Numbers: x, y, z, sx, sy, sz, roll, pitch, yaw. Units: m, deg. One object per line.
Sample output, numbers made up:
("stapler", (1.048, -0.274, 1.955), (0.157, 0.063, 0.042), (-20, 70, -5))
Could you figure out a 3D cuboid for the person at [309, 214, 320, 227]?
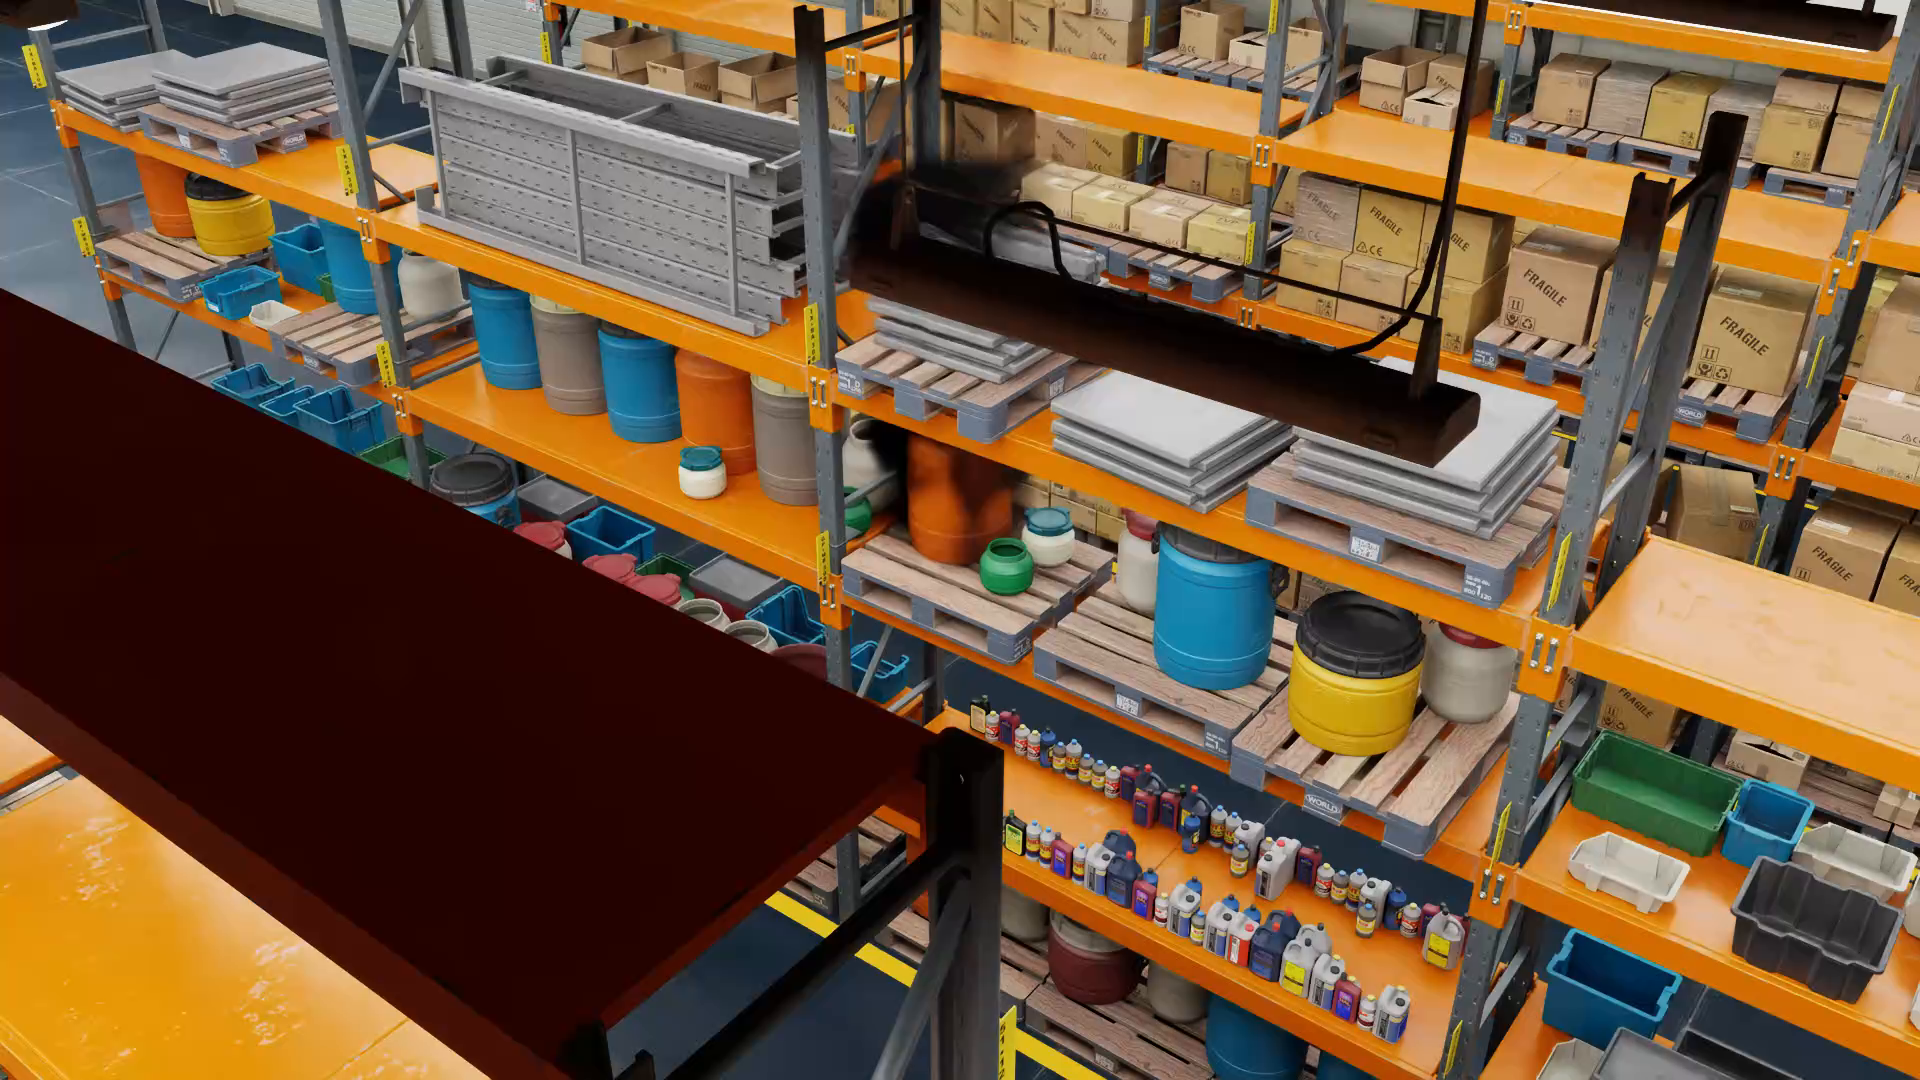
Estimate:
("person", (-7.342, -3.491, 19.476), (0.544, 1.606, 0.617), (-20, 36, -29))
